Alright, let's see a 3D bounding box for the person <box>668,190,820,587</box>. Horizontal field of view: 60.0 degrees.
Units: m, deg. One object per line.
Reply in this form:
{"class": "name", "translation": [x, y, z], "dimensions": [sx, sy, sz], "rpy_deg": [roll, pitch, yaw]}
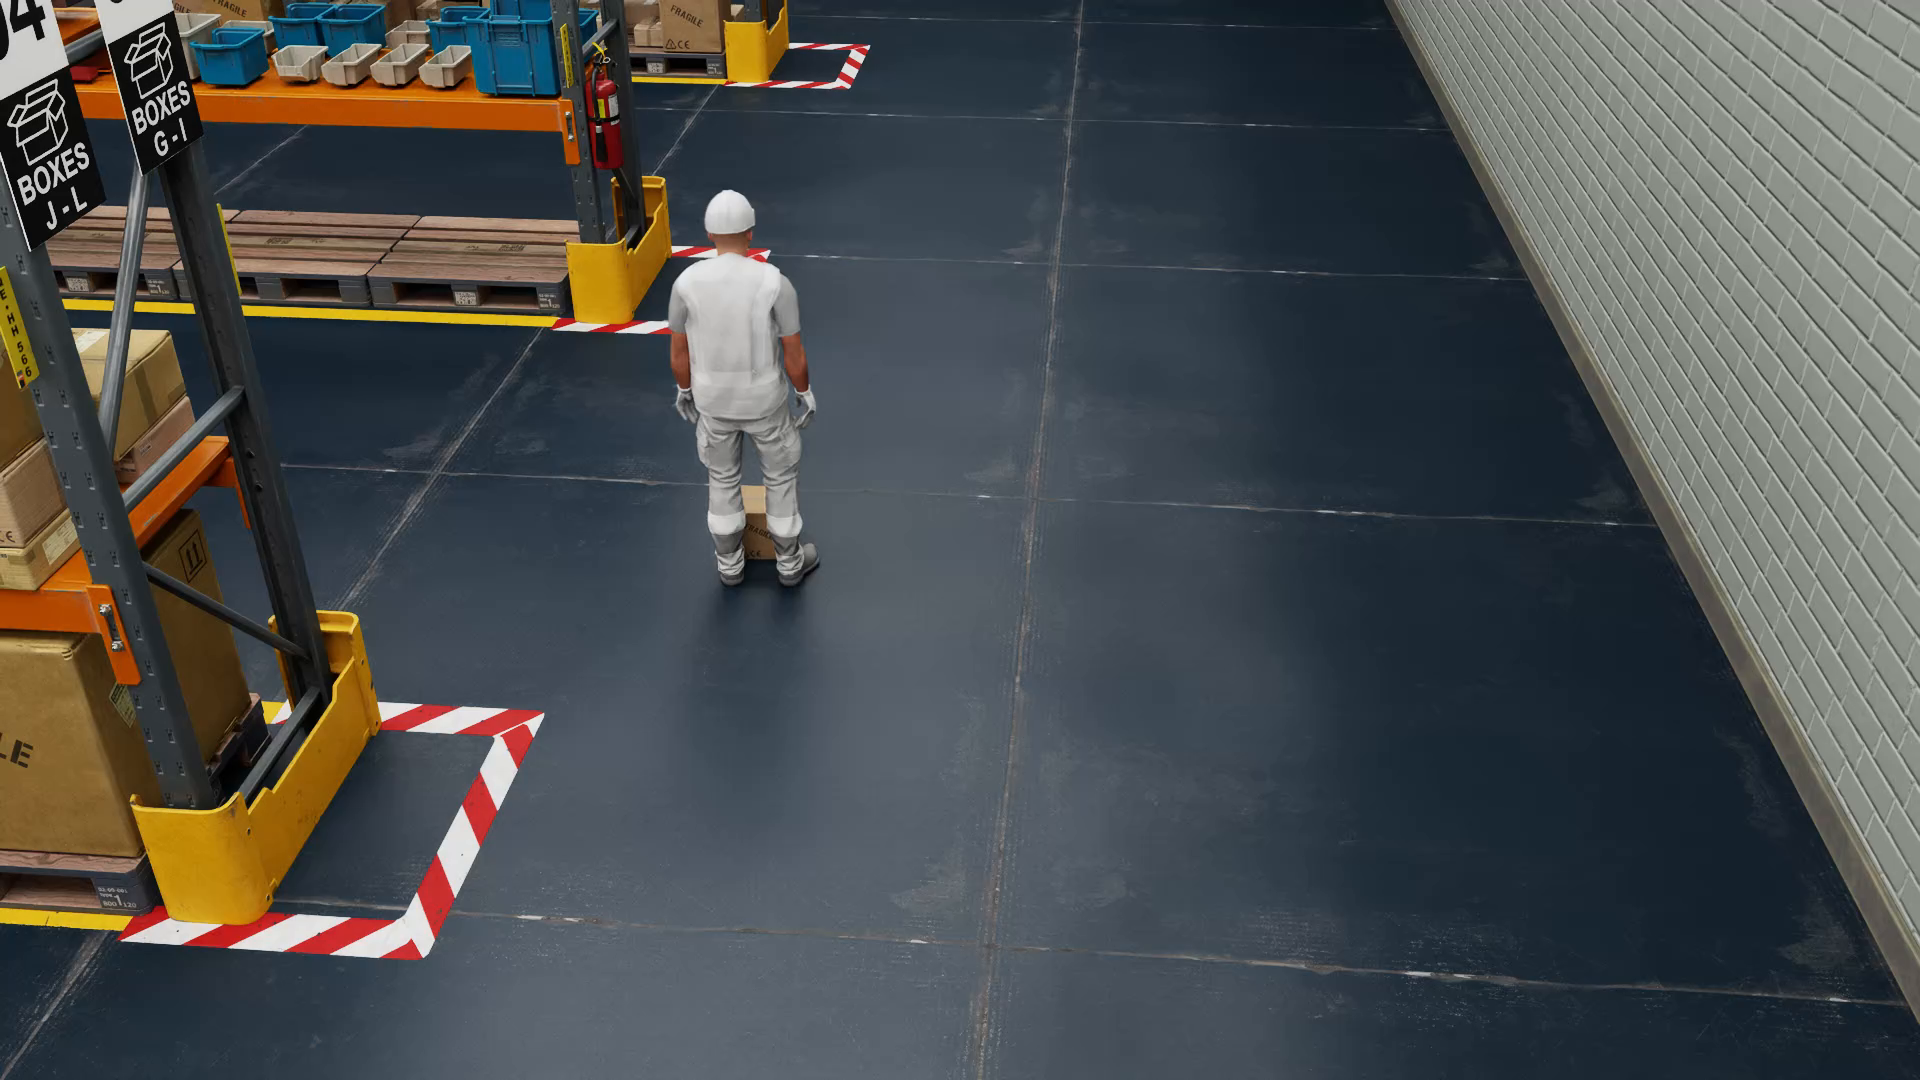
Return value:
{"class": "person", "translation": [-0.920, -0.612, 7.112], "dimensions": [0.609, 1.780, 0.448], "rpy_deg": [3, 32, 4]}
